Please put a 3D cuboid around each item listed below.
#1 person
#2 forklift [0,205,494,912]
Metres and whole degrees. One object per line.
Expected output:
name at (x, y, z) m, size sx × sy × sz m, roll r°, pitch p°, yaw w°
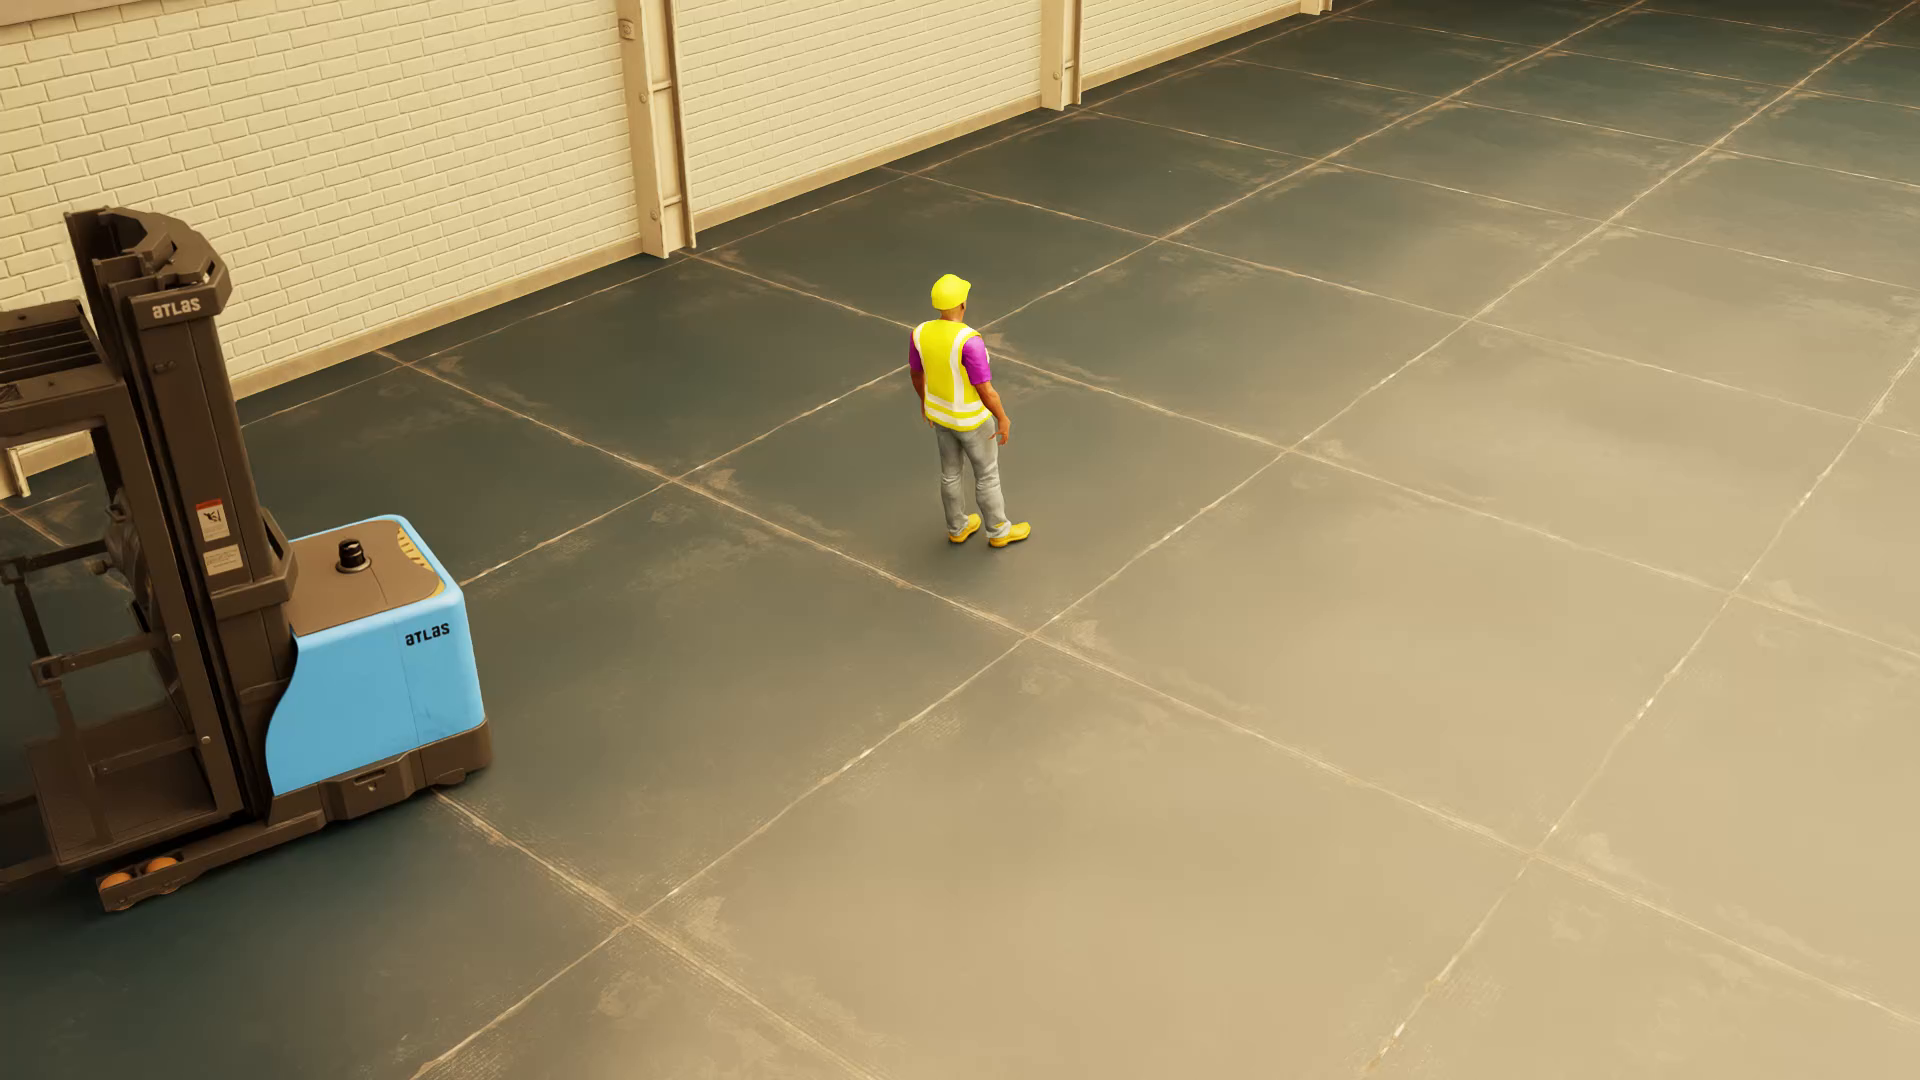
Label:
person at (0.048, -0.794, 10.094) m, size 0.665 × 1.765 × 0.577 m, roll 22°, pitch 37°, yaw 33°
forklift at (-3.883, 0.122, 7.386) m, size 3.031 × 2.935 × 1.130 m, roll -19°, pitch 35°, yaw -29°
